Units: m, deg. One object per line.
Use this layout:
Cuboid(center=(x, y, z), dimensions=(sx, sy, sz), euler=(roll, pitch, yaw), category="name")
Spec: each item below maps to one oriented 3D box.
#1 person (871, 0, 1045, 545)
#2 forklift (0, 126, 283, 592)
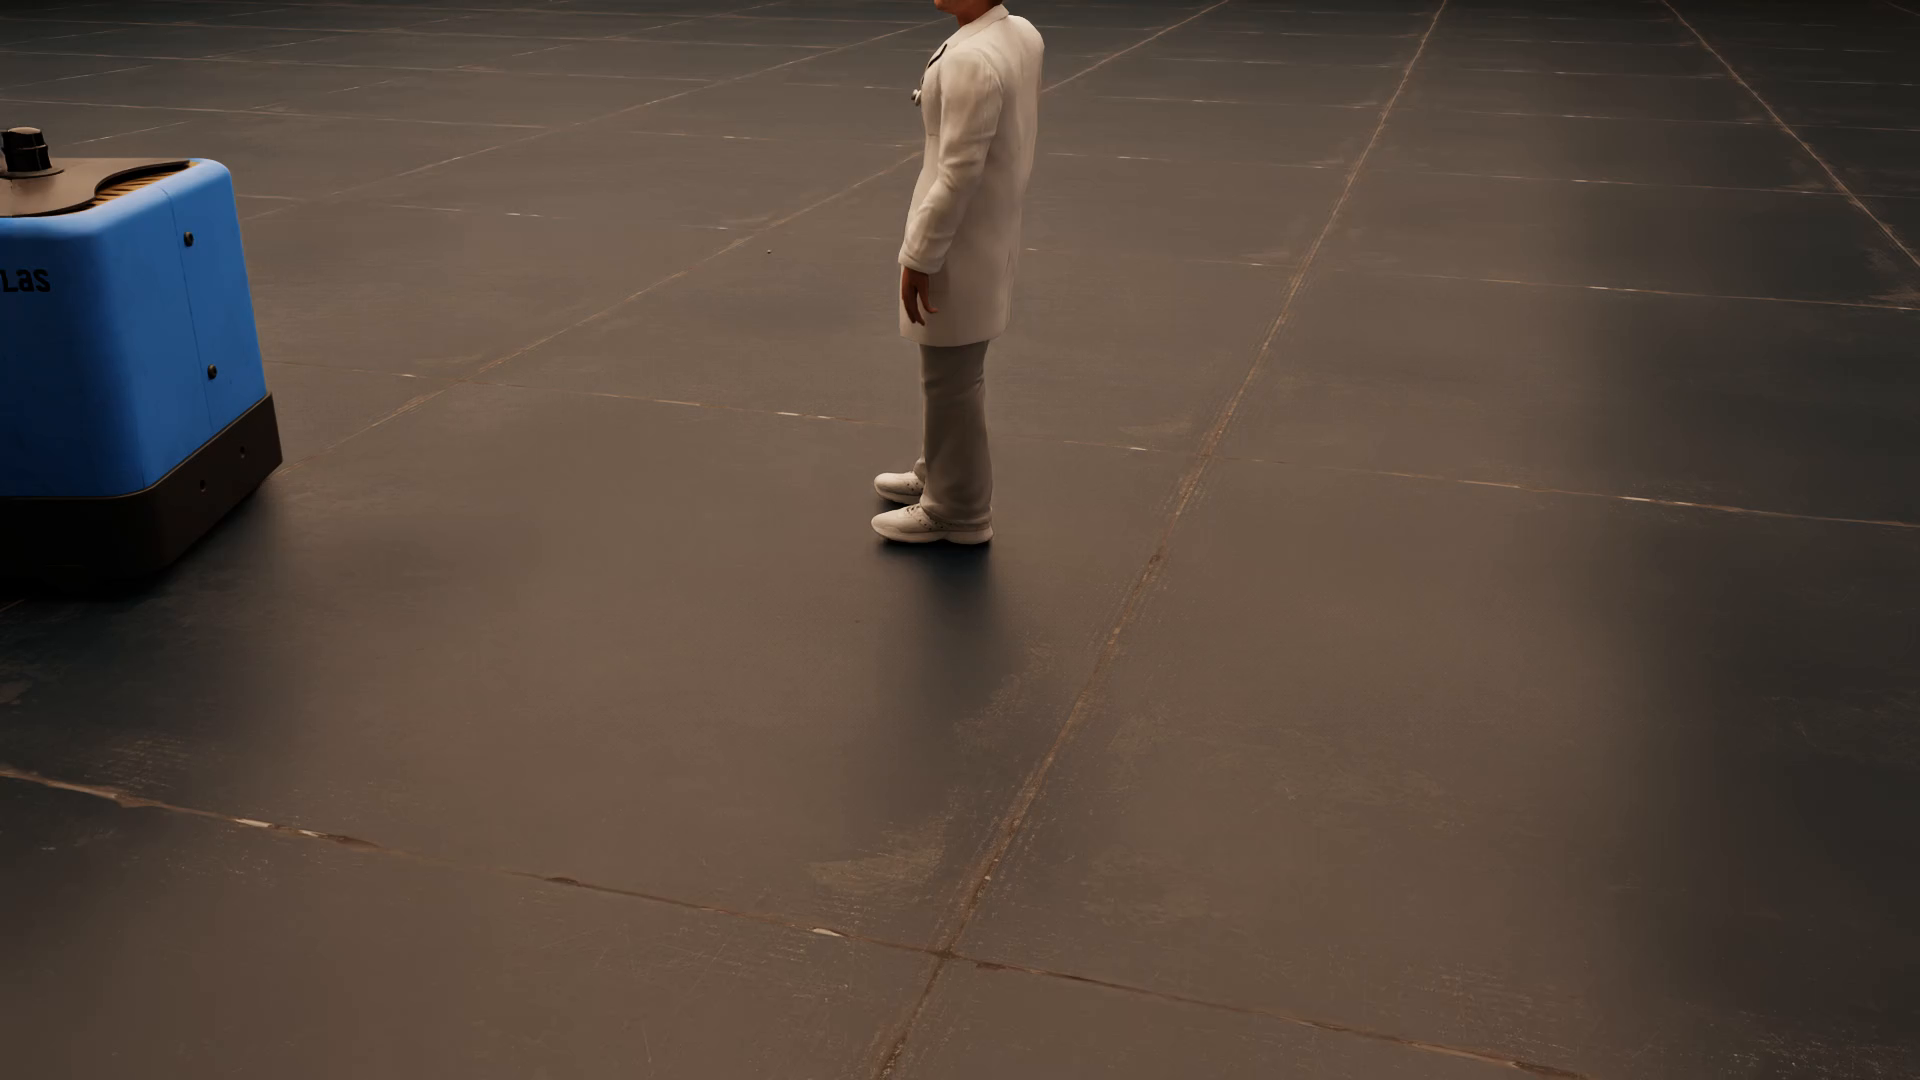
Cuboid(center=(-0.086, -0.840, 4.807), dimensions=(0.578, 1.778, 0.696), euler=(7, 23, 16), category="person")
Cuboid(center=(-3.777, -1.379, 4.620), dimensions=(3.031, 2.935, 1.130), euler=(0, 22, 0), category="forklift")
